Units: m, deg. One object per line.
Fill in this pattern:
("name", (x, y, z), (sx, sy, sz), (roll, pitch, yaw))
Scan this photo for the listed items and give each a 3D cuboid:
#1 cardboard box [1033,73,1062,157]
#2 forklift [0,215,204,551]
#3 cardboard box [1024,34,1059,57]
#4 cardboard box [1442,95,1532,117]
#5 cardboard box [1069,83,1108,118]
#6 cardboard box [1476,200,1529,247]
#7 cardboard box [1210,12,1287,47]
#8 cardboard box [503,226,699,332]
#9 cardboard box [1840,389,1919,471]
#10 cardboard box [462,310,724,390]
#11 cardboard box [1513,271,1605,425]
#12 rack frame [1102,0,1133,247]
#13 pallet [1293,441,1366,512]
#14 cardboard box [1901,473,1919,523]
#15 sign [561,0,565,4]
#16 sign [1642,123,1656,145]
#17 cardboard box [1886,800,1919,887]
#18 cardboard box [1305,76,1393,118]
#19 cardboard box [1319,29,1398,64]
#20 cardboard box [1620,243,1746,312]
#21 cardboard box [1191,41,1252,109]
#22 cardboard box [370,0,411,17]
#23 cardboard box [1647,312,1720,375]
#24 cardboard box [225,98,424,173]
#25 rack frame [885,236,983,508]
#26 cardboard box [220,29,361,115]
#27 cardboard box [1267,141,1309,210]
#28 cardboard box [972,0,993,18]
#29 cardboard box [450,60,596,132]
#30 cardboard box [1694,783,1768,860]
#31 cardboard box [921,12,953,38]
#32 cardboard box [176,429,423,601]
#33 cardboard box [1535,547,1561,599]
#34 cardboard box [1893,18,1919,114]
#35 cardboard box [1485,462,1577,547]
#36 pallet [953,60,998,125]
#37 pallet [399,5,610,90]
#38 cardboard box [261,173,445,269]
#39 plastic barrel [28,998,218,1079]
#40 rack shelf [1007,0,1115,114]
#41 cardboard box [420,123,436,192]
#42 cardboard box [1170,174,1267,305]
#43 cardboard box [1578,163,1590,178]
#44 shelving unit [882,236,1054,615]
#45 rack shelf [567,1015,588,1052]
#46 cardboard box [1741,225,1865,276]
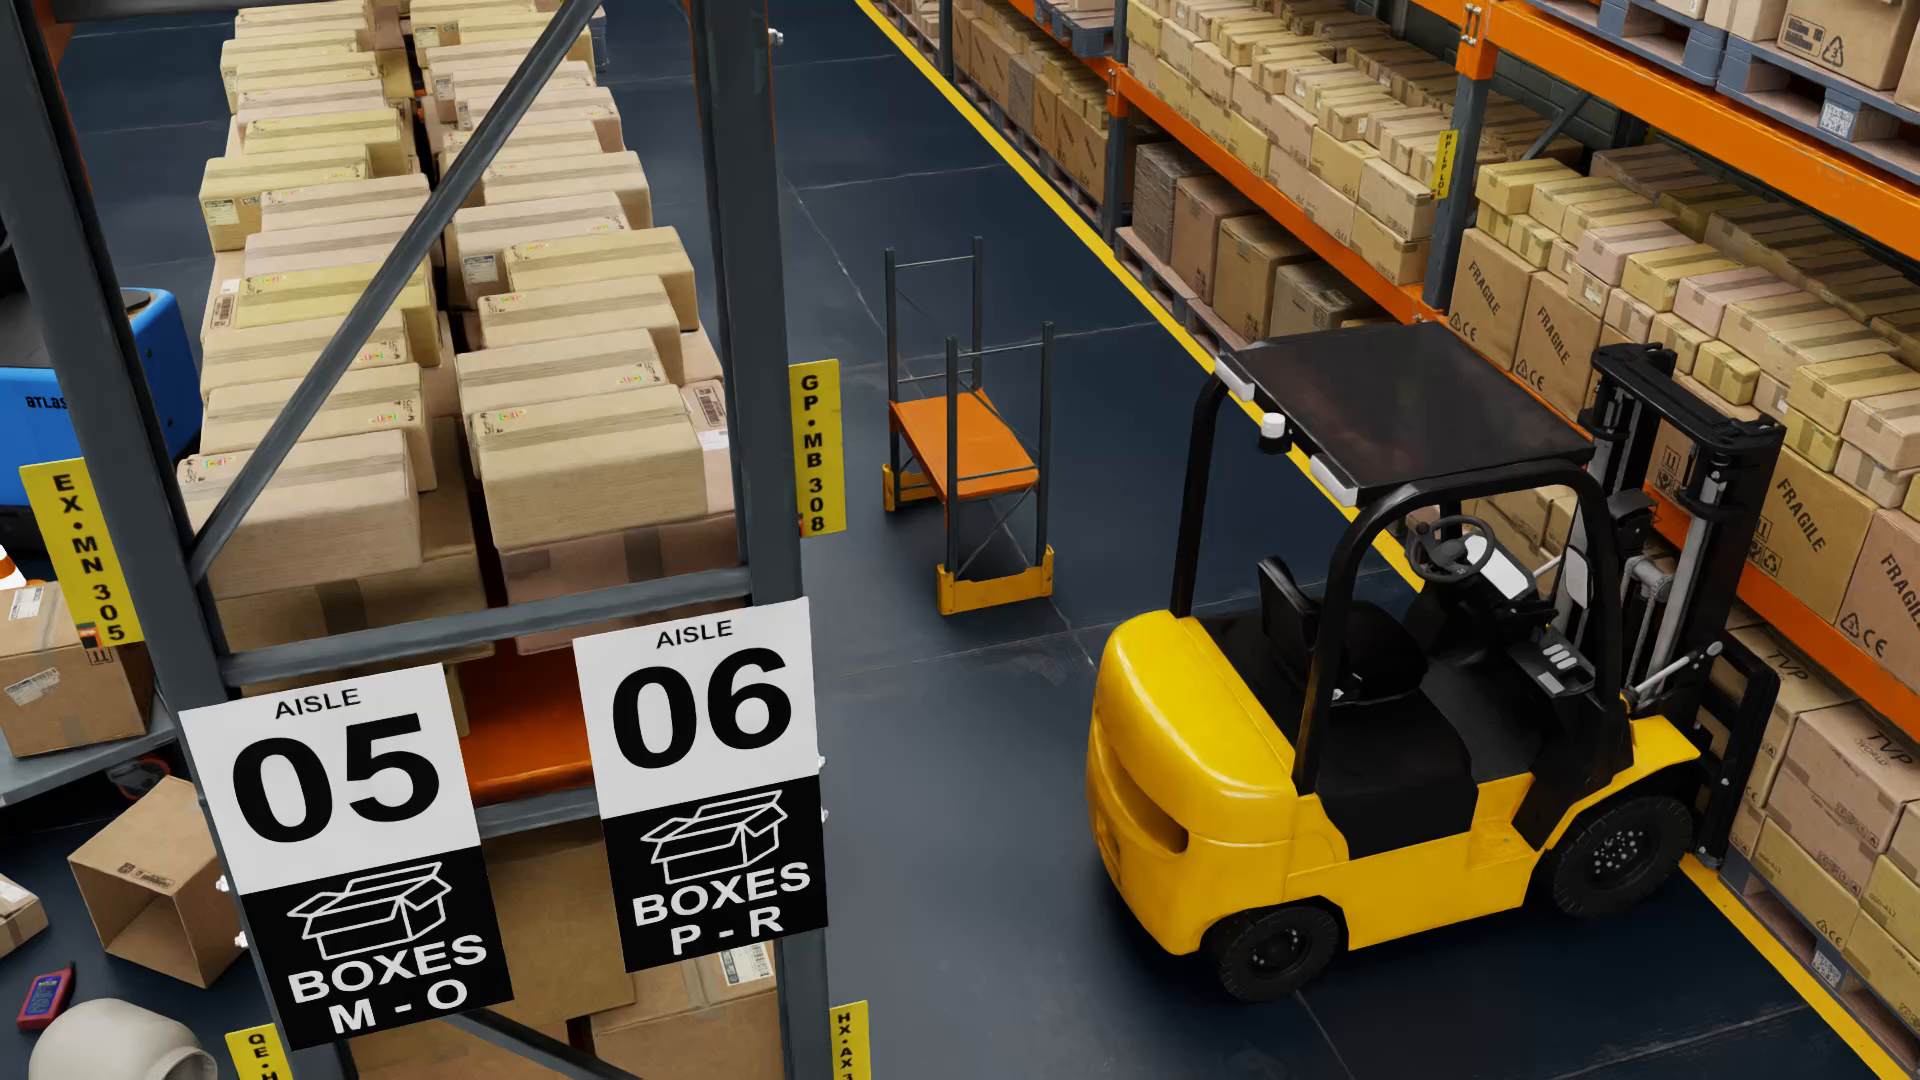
("cardboard box", (0.888, -3.332, 12.958), (0.500, 0.500, 0.500), (-9, 34, -13))
("forklift", (-5.683, -1.460, 8.300), (3.031, 2.935, 1.130), (2, 34, 4))
("cardboard box", (0.731, -3.933, 13.279), (0.380, 0.149, 0.250), (-10, 35, -15))
("cardboard box", (2.737, -2.189, 8.662), (0.380, 0.149, 0.250), (-10, 35, -15))
("cardboard box", (1.022, -3.233, 12.219), (0.380, 0.149, 0.250), (-12, 35, -17))
("cardboard box", (2.594, -1.476, 7.583), (0.380, 0.149, 0.250), (-11, 35, -15))
("cardboard box", (1.726, -3.038, 9.947), (0.380, 0.149, 0.250), (-10, 35, -14))
("cardboard box", (-0.788, -0.554, 3.651), (0.380, 0.149, 0.250), (-10, 35, -15))
("cardboard box", (3.257, -0.382, 5.659), (0.380, 0.149, 0.250), (-9, 35, -14))
("cardboard box", (-0.803, -0.326, 3.668), (0.500, 0.250, 0.500), (-11, 35, -15))
("cardboard box", (2.809, -0.869, 7.253), (0.500, 0.500, 0.500), (-9, 35, -14))
("rack frame", (1.527, -3.475, 11.288), (1.000, 3.000, 0.127), (-10, 35, -15))
("pallet", (2.485, -0.592, 9.454), (1.003, 0.211, 1.213), (-10, 35, -15))
("cardboard box", (3.403, -0.130, 5.546), (0.380, 0.149, 0.250), (-10, 35, -15))
("sign", (-1.464, -2.101, 6.018), (0.100, 0.325, 0.005), (-10, 35, -15))
("sign", (3.275, -1.863, 7.992), (0.100, 0.325, 0.005), (-10, 35, -15))
("cardboard box", (3.530, 1.091, 5.585), (0.500, 0.250, 0.500), (-9, 34, -13))
("cardboard box", (2.084, -2.363, 8.926), (0.380, 0.149, 0.250), (-11, 35, -16))
("cardboard box", (2.306, -2.848, 9.660), (0.380, 0.149, 0.250), (-9, 35, -13))
("cardboard box", (2.900, -1.055, 6.677), (0.380, 0.149, 0.250), (-11, 35, -15))
("cardboard box", (1.724, -2.806, 9.958), (0.500, 0.250, 0.500), (-11, 35, -16))
("cardboard box", (-2.295, -2.184, 6.369), (0.500, 0.250, 0.500), (-11, 35, -16))
("cardboard box", (2.957, -0.799, 6.559), (0.380, 0.149, 0.250), (-11, 35, -16))
("cardboard box", (-1.799, -1.040, 4.748), (0.500, 0.250, 0.500), (-10, 35, -14))
("rack frame", (-0.129, -0.848, 8.673), (0.500, 1.500, 0.032), (-10, 35, -15))
("cardboard box", (-1.960, -1.383, 4.906), (0.380, 0.149, 0.250), (-10, 35, -15))
("cardboard box", (2.063, -2.062, 9.285), (0.500, 0.250, 0.500), (-10, 35, -14))
("cardboard box", (0.321, -4.612, 14.307), (0.380, 0.149, 0.250), (-11, 35, -16))
("cardboard box", (-1.214, -1.218, 4.656), (0.380, 0.149, 0.250), (-10, 35, -14))
("cardboard box", (3.236, 0.977, 6.664), (0.500, 0.250, 0.500), (-10, 35, -14))
("cardboard box", (-0.143, -4.804, 15.504), (0.380, 0.149, 0.250), (-11, 35, -16))
("cardboard box", (-1.143, -0.045, 2.881), (0.380, 0.149, 0.250), (-10, 35, -14))
("cardboard box", (2.899, 0.224, 7.349), (0.500, 0.250, 0.500), (-10, 35, -15))
("cardboard box", (3.383, -1.531, 5.063), (0.700, 0.500, 0.500), (-10, 35, -14))
("cardboard box", (2.742, -0.243, 7.603), (0.500, 0.250, 0.500), (-10, 35, -15))
("pallet", (0.591, -3.991, 14.598), (1.003, 0.211, 1.213), (-10, 35, -15))
("pallet", (-2.066, -2.053, 6.586), (1.213, 0.211, 1.003), (-10, 35, -15))
("cardboard box", (-1.431, -0.731, 3.920), (0.380, 0.149, 0.250), (-11, 35, -16))
("plastic barrel", (-2.831, 1.807, 5.631), (0.512, 0.421, 0.421), (13, 36, 18))
("rack shelf", (0.917, -4.225, 13.075), (1.077, 0.370, 4.000), (-10, 35, -15))
("cardboard box", (-1.910, -1.221, 5.385), (0.380, 0.149, 0.250), (-10, 35, -15))
("cardboard box", (1.911, -1.988, 10.811), (0.875, 0.625, 0.625), (-9, 34, -13))
("cardboard box", (2.837, -1.830, 8.482), (0.500, 0.250, 0.500), (-11, 35, -16))
("shelving unit", (0.023, -0.586, 8.276), (0.587, 1.500, 1.083), (-10, 35, -15))
("rack shelf", (-1.369, 0.812, 5.453), (1.077, 0.370, 4.000), (-10, 35, -15))
("cardboard box", (3.459, -1.159, 6.834), (0.380, 0.149, 0.250), (-11, 35, -15))
